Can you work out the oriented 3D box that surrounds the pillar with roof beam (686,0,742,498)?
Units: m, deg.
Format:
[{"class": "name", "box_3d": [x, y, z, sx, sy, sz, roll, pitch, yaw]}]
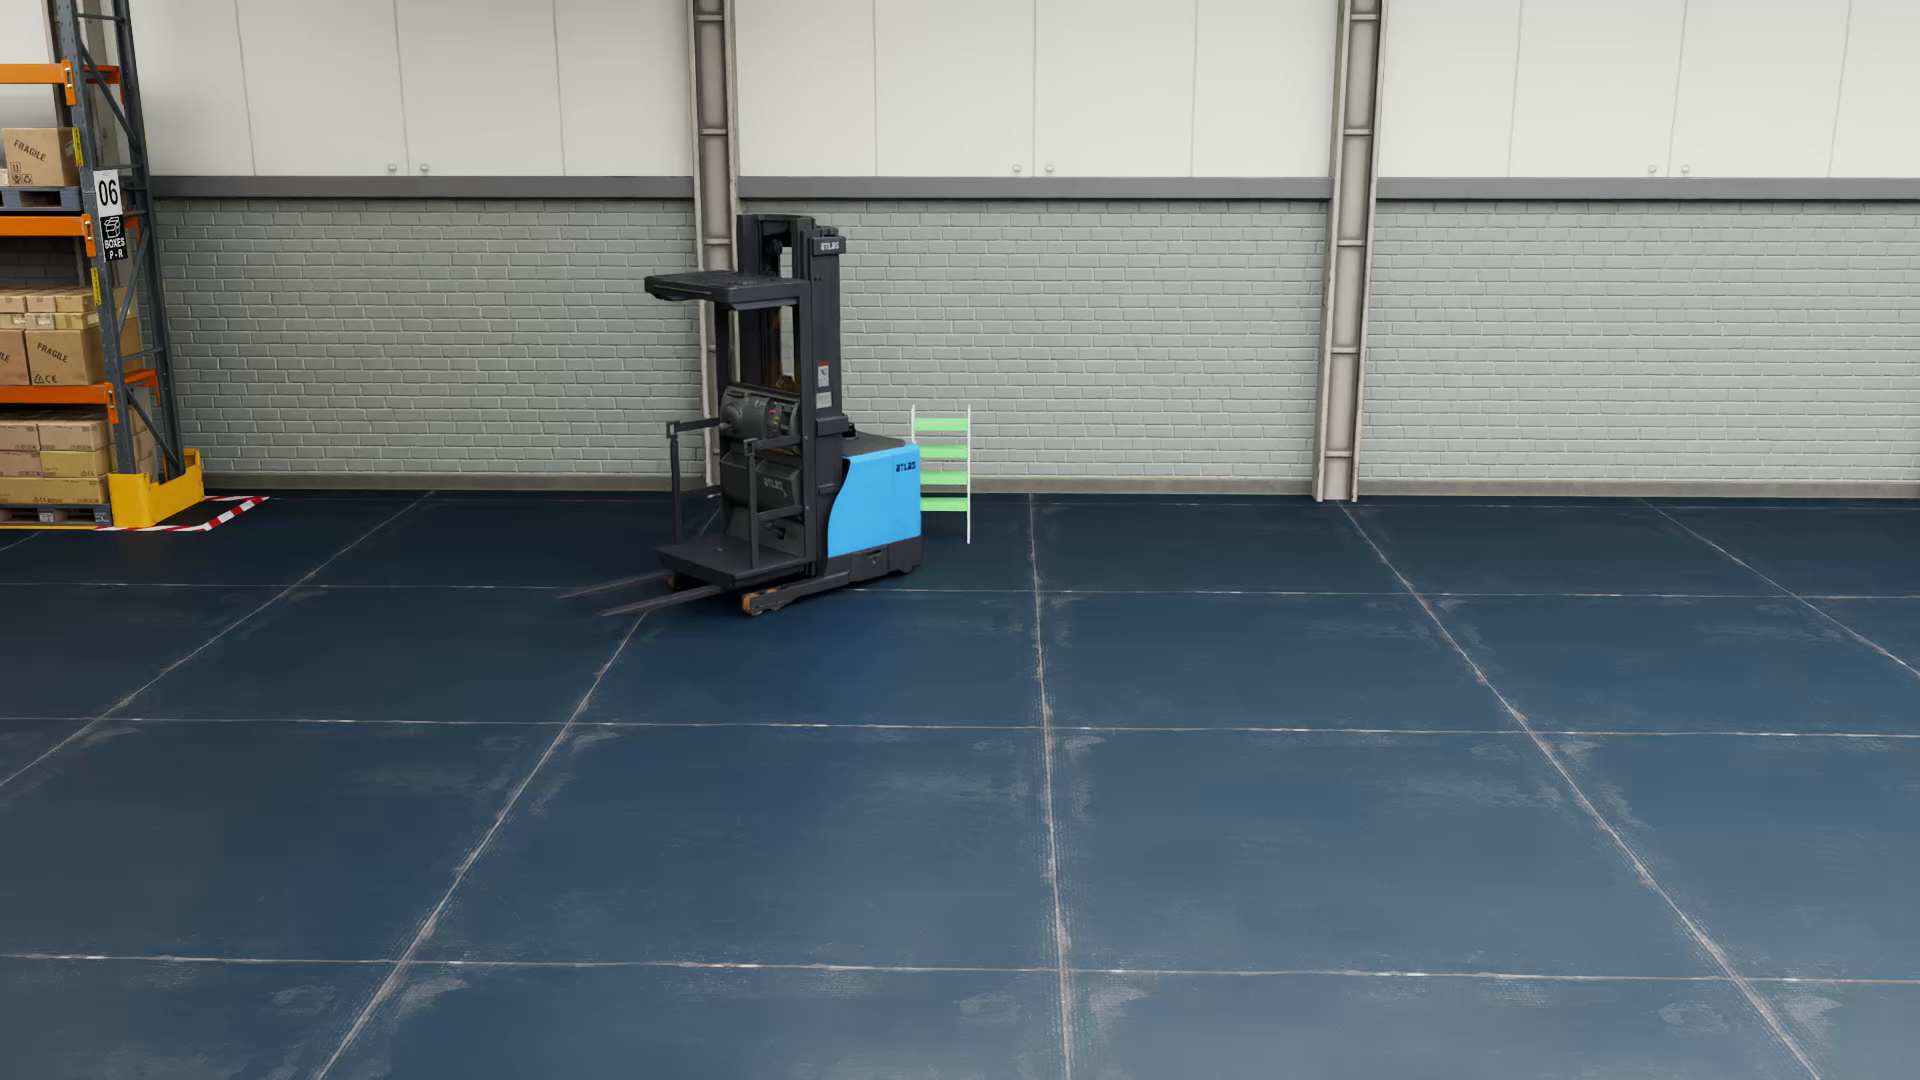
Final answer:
[{"class": "pillar with roof beam", "box_3d": [-2.415, -3.710, 11.261, 0.400, 9.000, 9.100, 0, 15, 1]}]

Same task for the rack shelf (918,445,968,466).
[{"class": "rack shelf", "box_3d": [-0.165, -0.752, 14.646, 0.480, 0.148, 0.258, 0, 15, 1]}]

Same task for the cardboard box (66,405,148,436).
[{"class": "cardboard box", "box_3d": [-8.106, -1.120, 15.812, 0.500, 0.250, 0.500, 0, 15, 1]}]

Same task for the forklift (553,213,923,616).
[{"class": "forklift", "box_3d": [-1.716, -0.990, 12.847, 3.031, 2.935, 1.130, -14, 20, -42]}]

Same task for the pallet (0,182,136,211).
[{"class": "pallet", "box_3d": [-8.336, -3.130, 15.119, 1.213, 0.211, 1.003, 0, 15, 1]}]

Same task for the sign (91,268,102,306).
[{"class": "sign", "box_3d": [-7.658, -2.248, 14.745, 0.005, 0.325, 0.100, 0, 15, 1]}]

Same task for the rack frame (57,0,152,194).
[{"class": "rack frame", "box_3d": [-7.630, -4.612, 14.682, 0.127, 3.000, 1.000, 0, 15, 1]}]

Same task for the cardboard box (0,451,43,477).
[{"class": "cardboard box", "box_3d": [-8.626, -0.756, 15.414, 0.500, 0.250, 0.500, 0, 15, 1]}]

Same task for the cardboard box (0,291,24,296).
[{"class": "cardboard box", "box_3d": [-8.750, -2.175, 15.154, 0.250, 0.149, 0.380, 0, 15, 2]}]

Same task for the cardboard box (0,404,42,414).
[{"class": "cardboard box", "box_3d": [-9.105, -1.128, 15.843, 0.500, 0.250, 0.500, 0, 15, 1]}]

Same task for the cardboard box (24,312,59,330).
[{"class": "cardboard box", "box_3d": [-8.240, -1.998, 15.067, 0.250, 0.149, 0.380, 1, 15, 2]}]

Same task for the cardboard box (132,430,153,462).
[{"class": "cardboard box", "box_3d": [-8.095, -0.883, 15.893, 0.500, 0.250, 0.500, 1, 15, 2]}]

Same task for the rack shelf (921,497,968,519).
[{"class": "rack shelf", "box_3d": [-0.165, -0.287, 14.769, 0.480, 0.148, 0.258, 0, 15, 1]}]

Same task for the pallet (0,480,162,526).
[{"class": "pallet", "box_3d": [-8.396, -0.358, 15.782, 1.213, 0.211, 1.003, 0, 15, 1]}]

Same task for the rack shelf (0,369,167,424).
[{"class": "rack shelf", "box_3d": [-9.630, -1.377, 15.589, 4.000, 0.370, 1.077, 0, 15, 1]}]

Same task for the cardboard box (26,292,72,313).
[{"class": "cardboard box", "box_3d": [-8.241, -2.160, 15.095, 0.250, 0.149, 0.380, 0, 15, 2]}]

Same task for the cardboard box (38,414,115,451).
[{"class": "cardboard box", "box_3d": [-8.099, -0.992, 15.327, 0.500, 0.250, 0.500, 1, 15, 3]}]

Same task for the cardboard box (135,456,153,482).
[{"class": "cardboard box", "box_3d": [-8.116, -0.638, 15.946, 0.500, 0.250, 0.500, 0, 15, 2]}]

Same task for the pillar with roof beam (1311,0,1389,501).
[{"class": "pillar with roof beam", "box_3d": [3.583, -3.671, 11.113, 0.400, 9.000, 9.100, 0, 15, 1]}]

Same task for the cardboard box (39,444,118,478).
[{"class": "cardboard box", "box_3d": [-8.125, -0.750, 15.391, 0.500, 0.250, 0.500, 0, 15, 1]}]

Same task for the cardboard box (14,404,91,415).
[{"class": "cardboard box", "box_3d": [-8.606, -1.122, 15.821, 0.500, 0.250, 0.500, 0, 15, 2]}]

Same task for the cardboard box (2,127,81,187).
[{"class": "cardboard box", "box_3d": [-8.079, -3.402, 14.761, 0.500, 0.500, 0.500, 1, 15, 3]}]

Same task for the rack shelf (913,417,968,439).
[{"class": "rack shelf", "box_3d": [-0.165, -0.984, 14.585, 0.480, 0.148, 0.258, 0, 15, 1]}]

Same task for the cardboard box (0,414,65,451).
[{"class": "cardboard box", "box_3d": [-8.609, -0.994, 15.334, 0.500, 0.250, 0.500, 1, 15, 2]}]

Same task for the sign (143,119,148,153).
[{"class": "sign", "box_3d": [-7.610, -3.764, 15.480, 0.005, 0.325, 0.100, 0, 15, 1]}]

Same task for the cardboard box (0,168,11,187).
[{"class": "cardboard box", "box_3d": [-8.466, -3.220, 14.757, 0.250, 0.149, 0.380, 0, 15, 0]}]

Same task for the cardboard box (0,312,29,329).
[{"class": "cardboard box", "box_3d": [-8.498, -2.016, 15.133, 0.250, 0.149, 0.380, 1, 15, 2]}]

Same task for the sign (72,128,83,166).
[{"class": "sign", "box_3d": [-7.658, -3.414, 14.438, 0.005, 0.325, 0.100, 0, 15, 1]}]

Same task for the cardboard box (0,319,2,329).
[{"class": "cardboard box", "box_3d": [-8.746, -2.020, 15.150, 0.250, 0.149, 0.380, 0, 15, 1]}]

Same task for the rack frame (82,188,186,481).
[{"class": "rack frame", "box_3d": [-7.630, -1.712, 15.447, 0.127, 3.000, 1.000, 0, 15, 1]}]

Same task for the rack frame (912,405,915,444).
[{"class": "rack frame", "box_3d": [-0.409, -0.583, 14.697, 0.015, 1.200, 0.240, 0, 15, 1]}]

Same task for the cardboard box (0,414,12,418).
[{"class": "cardboard box", "box_3d": [-9.114, -0.995, 15.337, 0.500, 0.250, 0.500, 1, 15, 2]}]

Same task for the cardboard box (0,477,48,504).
[{"class": "cardboard box", "box_3d": [-8.605, -0.513, 15.472, 0.500, 0.250, 0.500, 0, 15, 1]}]

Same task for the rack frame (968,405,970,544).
[{"class": "rack frame", "box_3d": [0.078, -0.580, 14.685, 0.015, 1.200, 0.240, 0, 15, 1]}]

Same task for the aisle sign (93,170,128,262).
[{"class": "aisle sign", "box_3d": [-7.572, -2.893, 14.830, 0.004, 0.787, 0.394, 0, 15, 1]}]

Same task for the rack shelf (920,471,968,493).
[{"class": "rack shelf", "box_3d": [-0.165, -0.519, 14.707, 0.480, 0.148, 0.258, 0, 15, 1]}]

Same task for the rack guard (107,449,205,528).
[{"class": "rack guard", "box_3d": [-7.606, -0.503, 15.766, 0.348, 0.500, 1.175, 0, 15, 1]}]

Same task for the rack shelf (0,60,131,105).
[{"class": "rack shelf", "box_3d": [-9.630, -4.084, 14.874, 4.000, 0.370, 1.077, 0, 15, 1]}]

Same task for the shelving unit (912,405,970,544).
[{"class": "shelving unit", "box_3d": [-0.165, -0.581, 14.691, 0.503, 1.200, 0.258, 0, 15, 1]}]

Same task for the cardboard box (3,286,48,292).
[{"class": "cardboard box", "box_3d": [-8.733, -2.288, 15.581, 0.250, 0.149, 0.380, 0, 15, 2]}]

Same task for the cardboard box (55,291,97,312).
[{"class": "cardboard box", "box_3d": [-7.994, -2.166, 15.119, 0.250, 0.149, 0.380, 0, 15, 2]}]

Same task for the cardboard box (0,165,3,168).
[{"class": "cardboard box", "box_3d": [-8.720, -3.278, 14.749, 0.258, 0.266, 0.396, 0, 15, 2]}]

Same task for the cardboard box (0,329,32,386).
[{"class": "cardboard box", "box_3d": [-8.647, -1.702, 15.215, 0.500, 0.500, 0.500, 1, 15, 3]}]

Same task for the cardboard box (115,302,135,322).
[{"class": "cardboard box", "box_3d": [-7.963, -2.142, 15.611, 0.250, 0.149, 0.380, 0, 15, 0]}]

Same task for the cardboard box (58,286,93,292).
[{"class": "cardboard box", "box_3d": [-8.225, -2.292, 15.596, 0.250, 0.149, 0.380, 1, 15, 3]}]

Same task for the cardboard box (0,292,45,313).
[{"class": "cardboard box", "box_3d": [-8.503, -2.154, 15.075, 0.250, 0.149, 0.380, 1, 15, 3]}]

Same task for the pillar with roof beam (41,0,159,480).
[{"class": "pillar with roof beam", "box_3d": [-8.413, -3.749, 11.409, 0.400, 9.000, 9.100, 0, 15, 1]}]

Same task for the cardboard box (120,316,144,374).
[{"class": "cardboard box", "box_3d": [-8.118, -1.834, 15.715, 0.500, 0.500, 0.500, 1, 15, 3]}]

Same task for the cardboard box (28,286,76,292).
[{"class": "cardboard box", "box_3d": [-8.486, -2.282, 15.561, 0.250, 0.149, 0.380, 1, 15, 2]}]

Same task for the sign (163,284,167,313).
[{"class": "sign", "box_3d": [-7.610, -2.310, 15.863, 0.005, 0.325, 0.100, 0, 15, 1]}]

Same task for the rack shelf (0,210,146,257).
[{"class": "rack shelf", "box_3d": [-9.630, -2.827, 15.206, 4.000, 0.370, 1.077, 0, 15, 1]}]

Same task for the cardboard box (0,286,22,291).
[{"class": "cardboard box", "box_3d": [-8.997, -2.283, 15.564, 0.250, 0.149, 0.380, 1, 15, 3]}]

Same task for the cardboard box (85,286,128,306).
[{"class": "cardboard box", "box_3d": [-7.961, -2.274, 15.529, 0.250, 0.149, 0.380, 0, 15, 0]}]

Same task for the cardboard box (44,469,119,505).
[{"class": "cardboard box", "box_3d": [-8.108, -0.508, 15.451, 0.500, 0.250, 0.500, 0, 15, 2]}]

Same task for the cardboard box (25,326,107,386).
[{"class": "cardboard box", "box_3d": [-8.129, -1.696, 15.193, 0.500, 0.500, 0.500, 0, 15, 0]}]

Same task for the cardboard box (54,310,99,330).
[{"class": "cardboard box", "box_3d": [-7.984, -2.004, 15.090, 0.250, 0.149, 0.380, 1, 15, 2]}]
